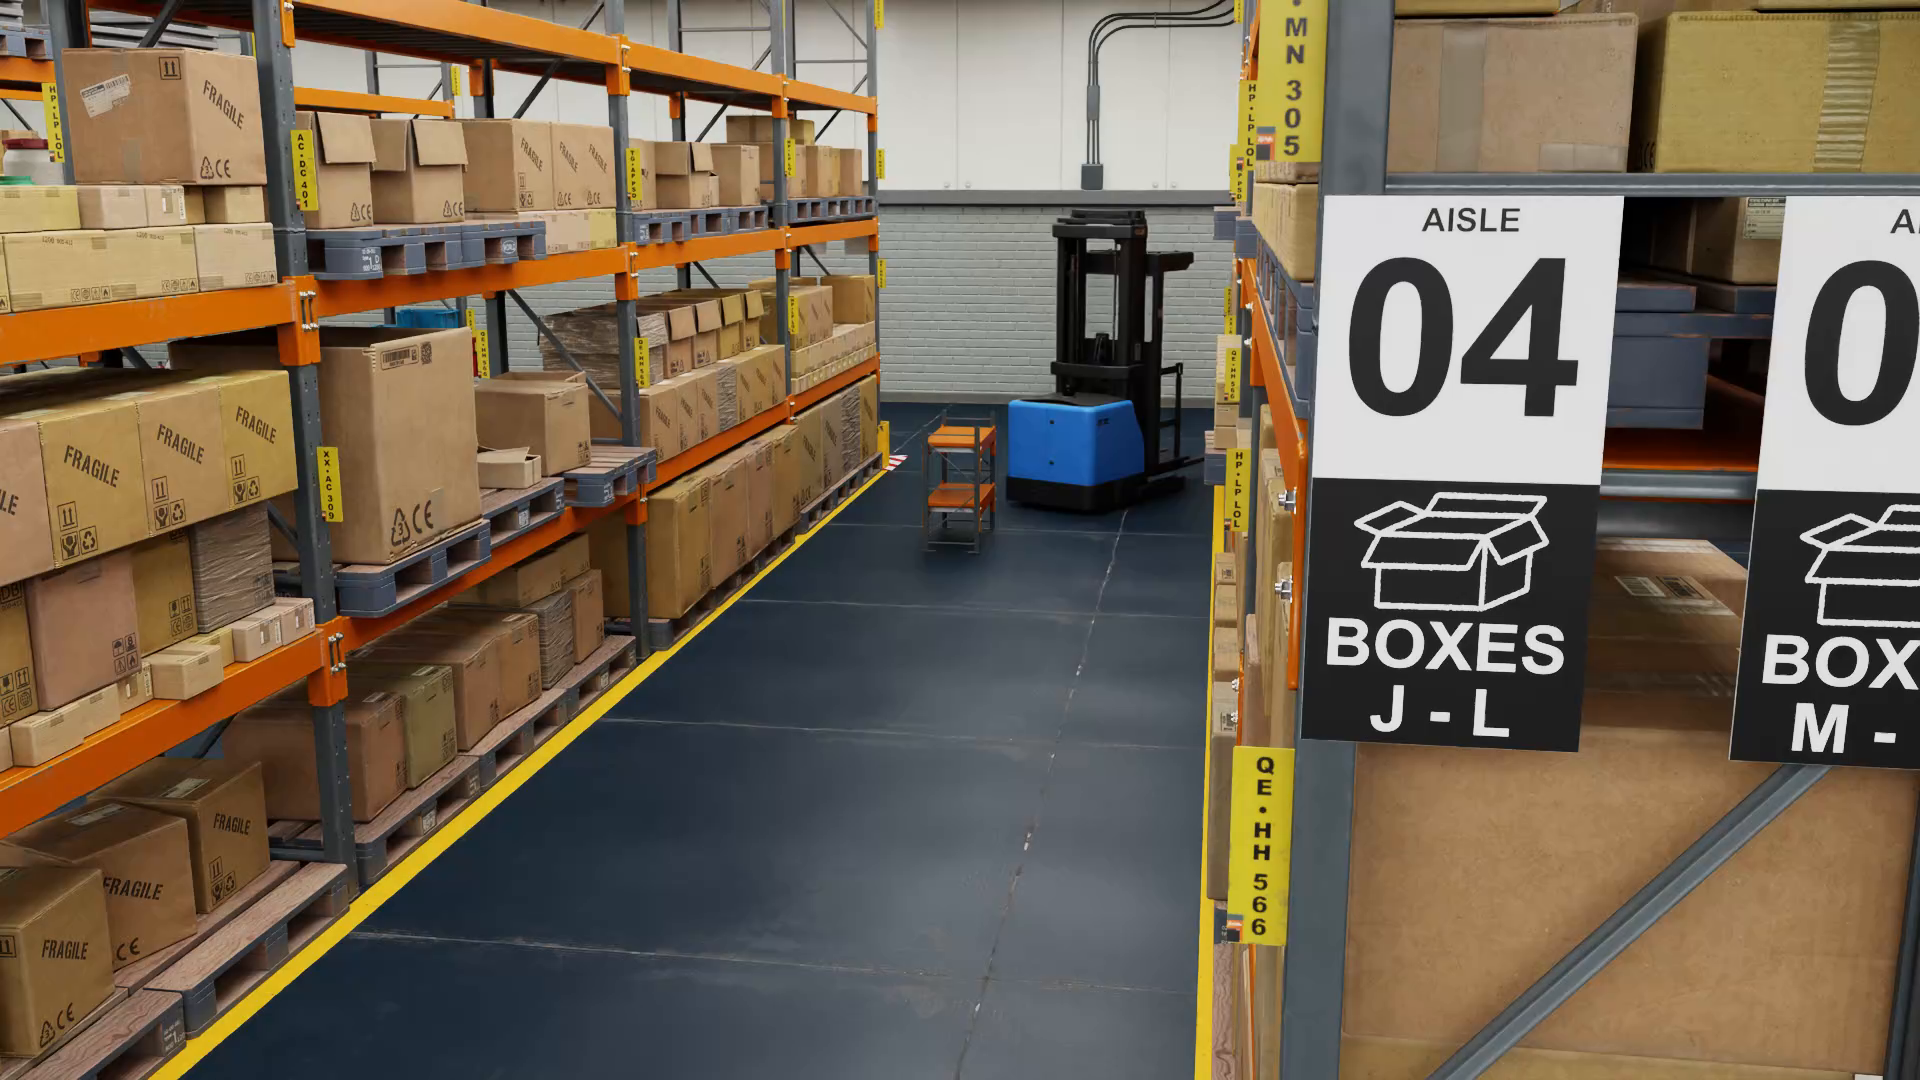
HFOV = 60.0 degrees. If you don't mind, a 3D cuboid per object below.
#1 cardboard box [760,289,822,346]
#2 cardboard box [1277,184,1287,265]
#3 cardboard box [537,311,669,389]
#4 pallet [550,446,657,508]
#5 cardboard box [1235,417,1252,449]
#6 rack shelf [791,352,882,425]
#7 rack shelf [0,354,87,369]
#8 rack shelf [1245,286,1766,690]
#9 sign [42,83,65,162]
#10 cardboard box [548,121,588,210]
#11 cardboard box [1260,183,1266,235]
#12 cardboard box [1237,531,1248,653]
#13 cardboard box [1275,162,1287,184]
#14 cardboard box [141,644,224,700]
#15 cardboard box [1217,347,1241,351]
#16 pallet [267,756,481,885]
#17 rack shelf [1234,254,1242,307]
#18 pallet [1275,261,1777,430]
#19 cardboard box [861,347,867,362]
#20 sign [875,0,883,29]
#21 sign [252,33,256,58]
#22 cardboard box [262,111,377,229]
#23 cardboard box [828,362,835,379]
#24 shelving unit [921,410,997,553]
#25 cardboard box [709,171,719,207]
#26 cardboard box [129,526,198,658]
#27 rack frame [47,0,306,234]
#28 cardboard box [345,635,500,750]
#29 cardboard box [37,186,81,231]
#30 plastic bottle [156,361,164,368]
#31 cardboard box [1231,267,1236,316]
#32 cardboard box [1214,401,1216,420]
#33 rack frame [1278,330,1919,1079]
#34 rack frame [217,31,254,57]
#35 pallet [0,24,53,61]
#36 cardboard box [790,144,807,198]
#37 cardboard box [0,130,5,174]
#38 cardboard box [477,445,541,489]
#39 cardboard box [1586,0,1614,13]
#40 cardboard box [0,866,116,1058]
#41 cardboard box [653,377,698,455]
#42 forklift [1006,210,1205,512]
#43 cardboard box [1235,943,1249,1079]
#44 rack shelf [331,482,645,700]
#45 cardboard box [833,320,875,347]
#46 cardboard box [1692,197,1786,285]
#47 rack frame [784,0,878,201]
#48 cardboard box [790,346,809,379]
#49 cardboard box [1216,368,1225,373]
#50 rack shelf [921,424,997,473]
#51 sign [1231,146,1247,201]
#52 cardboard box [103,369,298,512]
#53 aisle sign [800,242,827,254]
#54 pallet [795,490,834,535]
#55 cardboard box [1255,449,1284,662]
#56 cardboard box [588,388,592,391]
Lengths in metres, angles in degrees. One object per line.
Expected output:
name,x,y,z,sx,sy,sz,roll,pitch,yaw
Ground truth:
cardboard box,-1.624,-2.130,15.885,0.500,0.500,0.500,2,12,9
cardboard box,0.800,-0.602,3.166,0.380,0.149,0.250,2,12,9
cardboard box,-2.521,-1.356,11.805,0.797,0.503,0.637,2,12,11
pallet,-2.654,-0.420,10.533,1.213,0.211,1.003,2,12,9
cardboard box,1.900,-0.448,9.971,0.500,0.500,0.500,2,12,9
rack shelf,-1.727,-1.563,17.089,1.077,0.370,4.000,2,12,9
rack shelf,-11.514,-1.884,18.582,1.077,0.370,4.000,2,12,9
rack shelf,1.313,-0.349,4.338,1.077,0.370,4.000,2,12,9
sign,-3.813,-1.762,7.022,0.100,0.325,0.005,2,12,9
cardboard box,-2.544,-2.210,9.843,0.500,0.500,0.500,2,12,9
cardboard box,1.035,-0.919,4.635,0.380,0.149,0.250,2,12,9
cardboard box,1.437,0.183,7.044,0.500,0.500,0.500,2,12,8
cardboard box,0.883,-0.826,3.258,0.500,0.250,0.500,2,12,9
cardboard box,-3.081,0.502,6.398,0.380,0.149,0.250,2,12,9
cardboard box,2.178,-1.406,12.841,0.380,0.149,0.250,2,12,8
pallet,-3.146,1.368,8.400,1.003,0.211,1.213,2,12,9
rack shelf,2.544,-2.015,12.066,1.077,0.370,4.000,2,12,9
pallet,1.110,-0.396,3.058,1.003,0.211,1.213,2,12,9
cardboard box,-1.227,-2.016,18.083,0.380,0.149,0.250,2,12,9
sign,-0.885,-5.738,18.111,0.100,0.325,0.005,2,12,9
sign,-6.385,-4.471,15.131,0.100,0.325,0.005,2,12,9
cardboard box,-3.094,-1.649,7.422,0.797,0.503,0.637,1,12,6
cardboard box,-1.461,-1.696,16.595,0.380,0.149,0.250,2,12,9
shelving unit,0.001,-0.551,15.138,0.538,1.125,1.048,2,12,9
cardboard box,-2.292,-2.901,13.684,0.500,0.311,0.500,1,12,7
cardboard box,-3.507,0.168,6.409,0.875,0.500,0.500,2,12,9
rack frame,-3.265,-2.765,6.722,1.000,3.000,0.127,2,12,9
cardboard box,-2.971,0.832,9.159,0.700,0.500,0.500,1,12,4
cardboard box,-3.243,-1.126,5.646,0.380,0.149,0.250,2,12,11
plastic bottle,-7.427,-1.511,15.419,0.061,0.283,0.133,2,12,9
cardboard box,2.731,-2.214,15.086,0.500,0.500,0.500,1,12,7
cardboard box,1.902,-0.885,11.129,0.380,0.149,0.250,2,12,11
rack frame,1.006,1.182,2.647,1.000,3.000,0.127,2,12,9
rack frame,-6.928,-4.591,15.194,1.000,3.000,0.127,2,12,9
pallet,-7.402,-3.620,12.084,1.213,0.211,1.003,2,12,9
cardboard box,-1.886,-3.544,15.984,0.700,0.500,0.500,3,12,12
cardboard box,-11.430,-4.448,19.037,0.700,0.500,0.500,2,12,9
cardboard box,-2.639,-0.449,9.536,0.396,0.266,0.258,2,12,7
cardboard box,1.529,-1.077,3.475,0.380,0.149,0.250,2,12,8
cardboard box,-3.464,1.517,6.027,0.500,0.500,0.500,1,12,4
cardboard box,-2.229,-0.914,12.134,0.500,0.500,0.500,2,12,7
forklift,1.735,-1.968,17.425,1.130,2.935,3.031,9,15,35
cardboard box,1.320,1.499,5.222,0.875,0.875,0.875,2,12,9
rack shelf,-2.957,0.103,9.361,1.077,0.370,4.000,2,12,9
cardboard box,-1.231,-2.293,18.421,0.500,0.250,0.500,2,12,8
cardboard box,1.375,-0.477,2.585,0.380,0.149,0.250,2,12,9
rack frame,-1.419,-5.263,18.313,1.000,3.000,0.127,2,12,9
cardboard box,-1.703,-1.659,15.480,0.500,0.250,0.500,2,12,8
cardboard box,1.940,-1.081,11.331,0.380,0.149,0.250,2,12,10
rack shelf,0.001,-0.837,15.076,0.538,0.278,1.000,2,12,9
sign,1.700,-2.221,10.087,0.100,0.325,0.005,2,12,9
cardboard box,-3.062,-0.413,6.731,0.500,0.500,0.500,2,12,9
aisle sign,-1.704,-3.626,18.786,0.394,0.787,0.004,2,12,9
pallet,-1.840,-0.291,16.098,1.003,0.211,1.213,2,12,9
cardboard box,1.342,0.050,4.980,0.875,0.550,0.550,2,12,9
cardboard box,-2.818,-0.825,11.721,0.500,0.500,0.500,2,12,10
